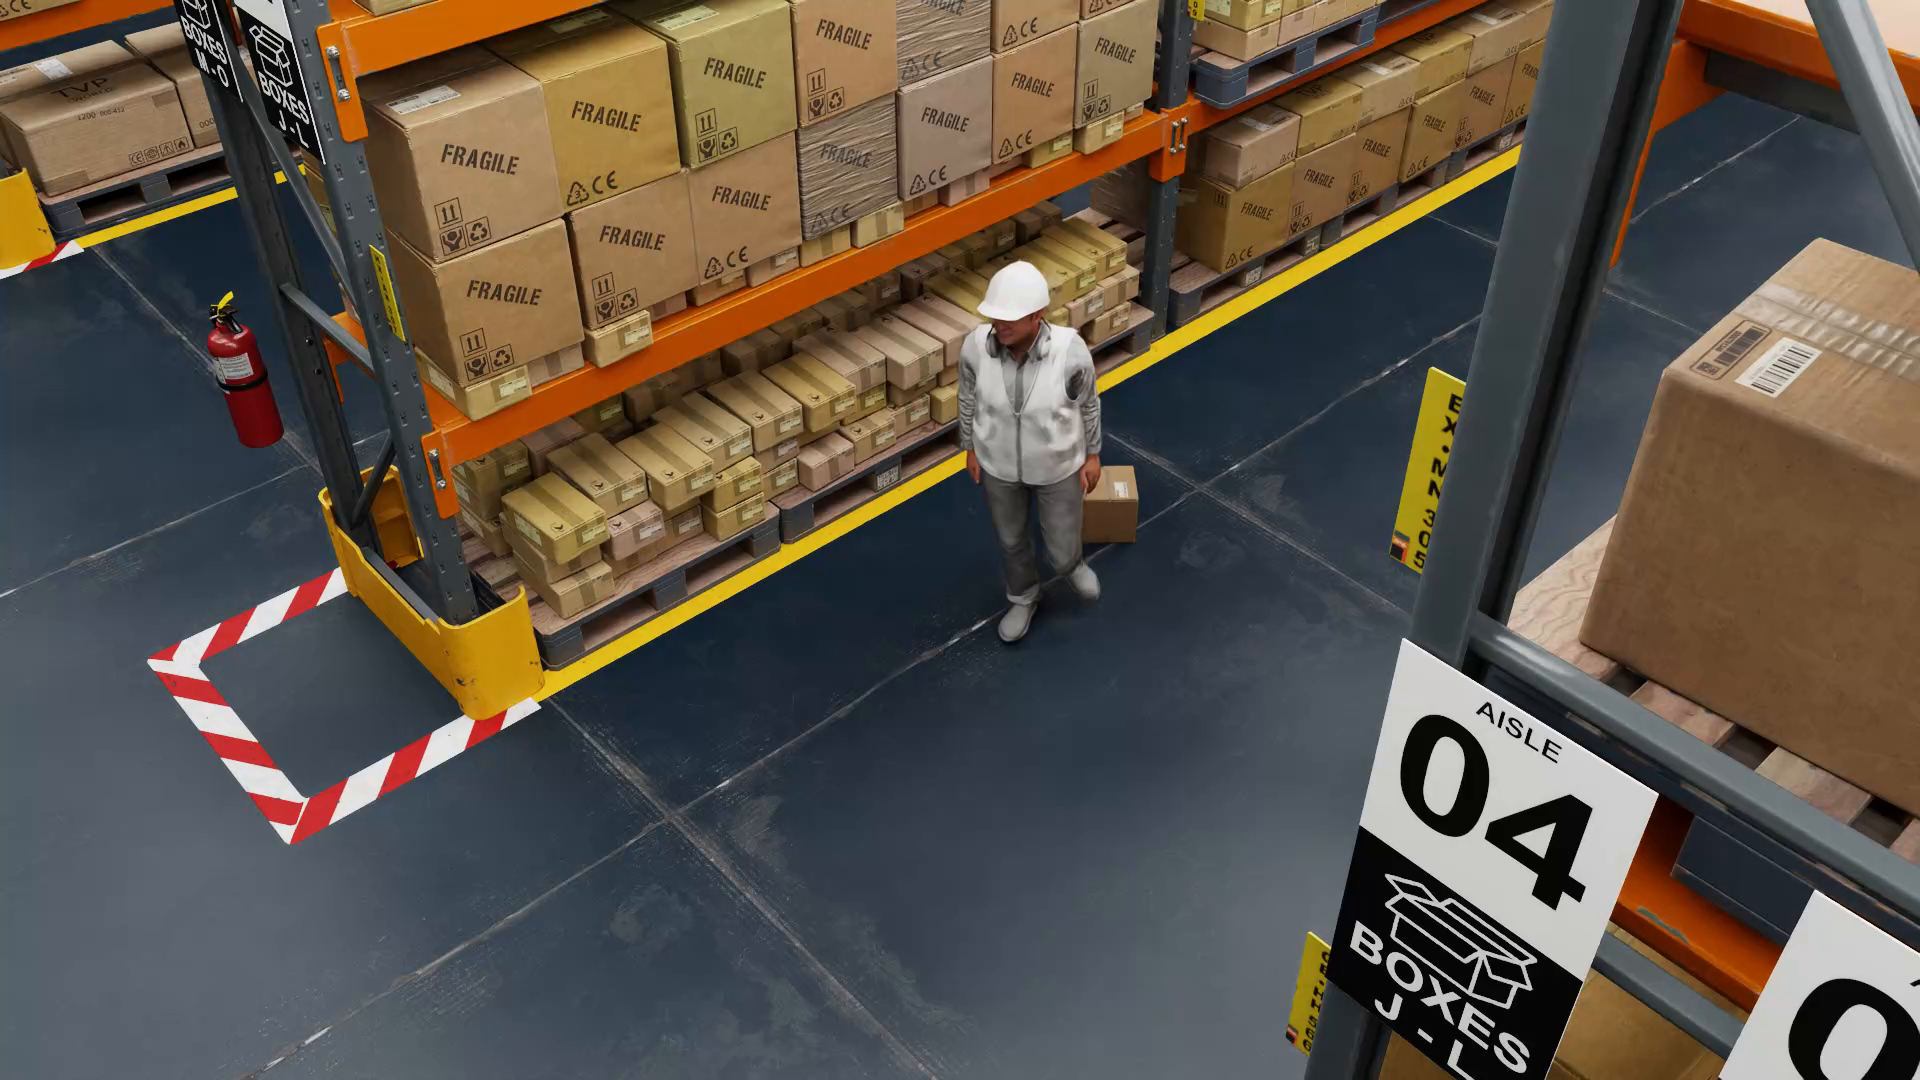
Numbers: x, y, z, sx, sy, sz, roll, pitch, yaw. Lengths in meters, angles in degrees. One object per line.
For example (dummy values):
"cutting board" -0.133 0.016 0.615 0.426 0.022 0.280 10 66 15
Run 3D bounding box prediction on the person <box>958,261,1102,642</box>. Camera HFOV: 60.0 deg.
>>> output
"person" 0.285 -0.350 6.553 0.589 1.769 0.554 9 40 11
